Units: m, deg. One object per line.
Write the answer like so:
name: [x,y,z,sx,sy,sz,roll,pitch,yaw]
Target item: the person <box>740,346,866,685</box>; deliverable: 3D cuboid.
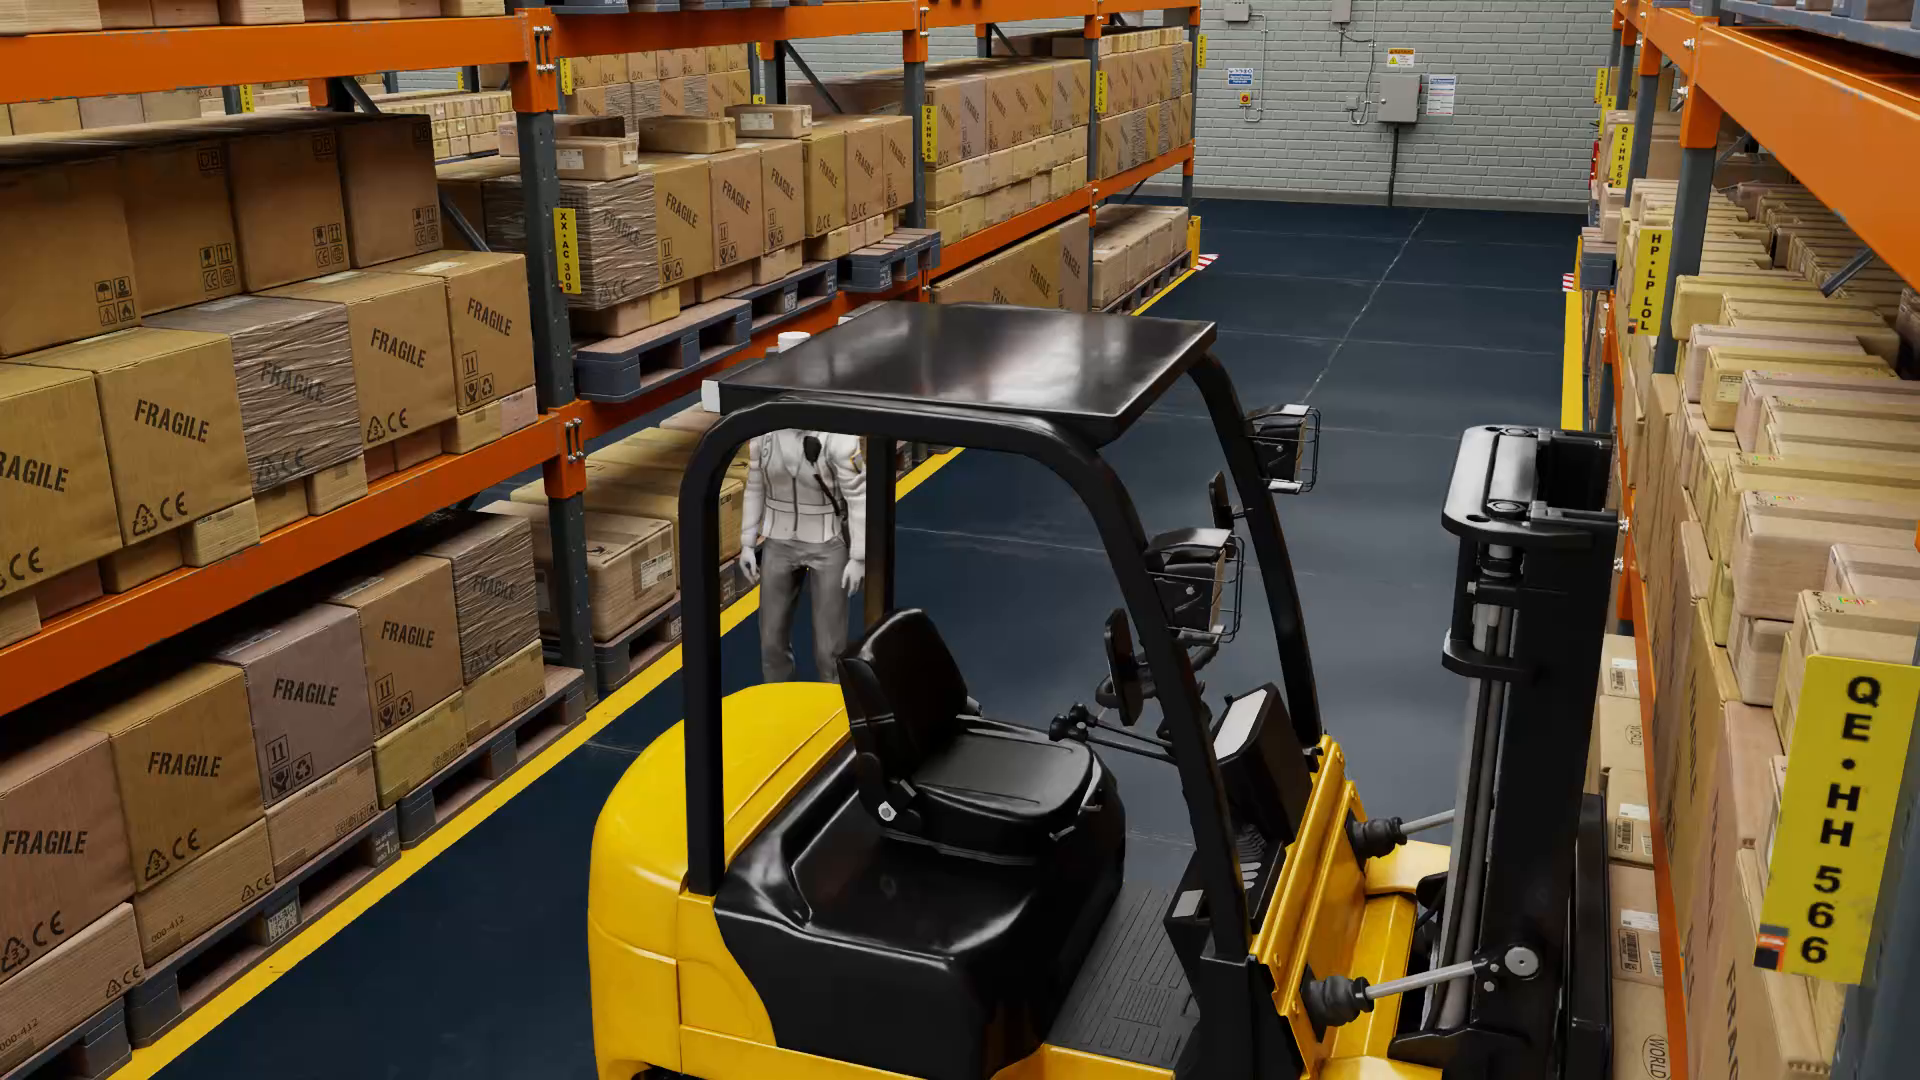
person: [-0.595,0.055,6.396,0.535,1.663,0.378,6,20,17]
